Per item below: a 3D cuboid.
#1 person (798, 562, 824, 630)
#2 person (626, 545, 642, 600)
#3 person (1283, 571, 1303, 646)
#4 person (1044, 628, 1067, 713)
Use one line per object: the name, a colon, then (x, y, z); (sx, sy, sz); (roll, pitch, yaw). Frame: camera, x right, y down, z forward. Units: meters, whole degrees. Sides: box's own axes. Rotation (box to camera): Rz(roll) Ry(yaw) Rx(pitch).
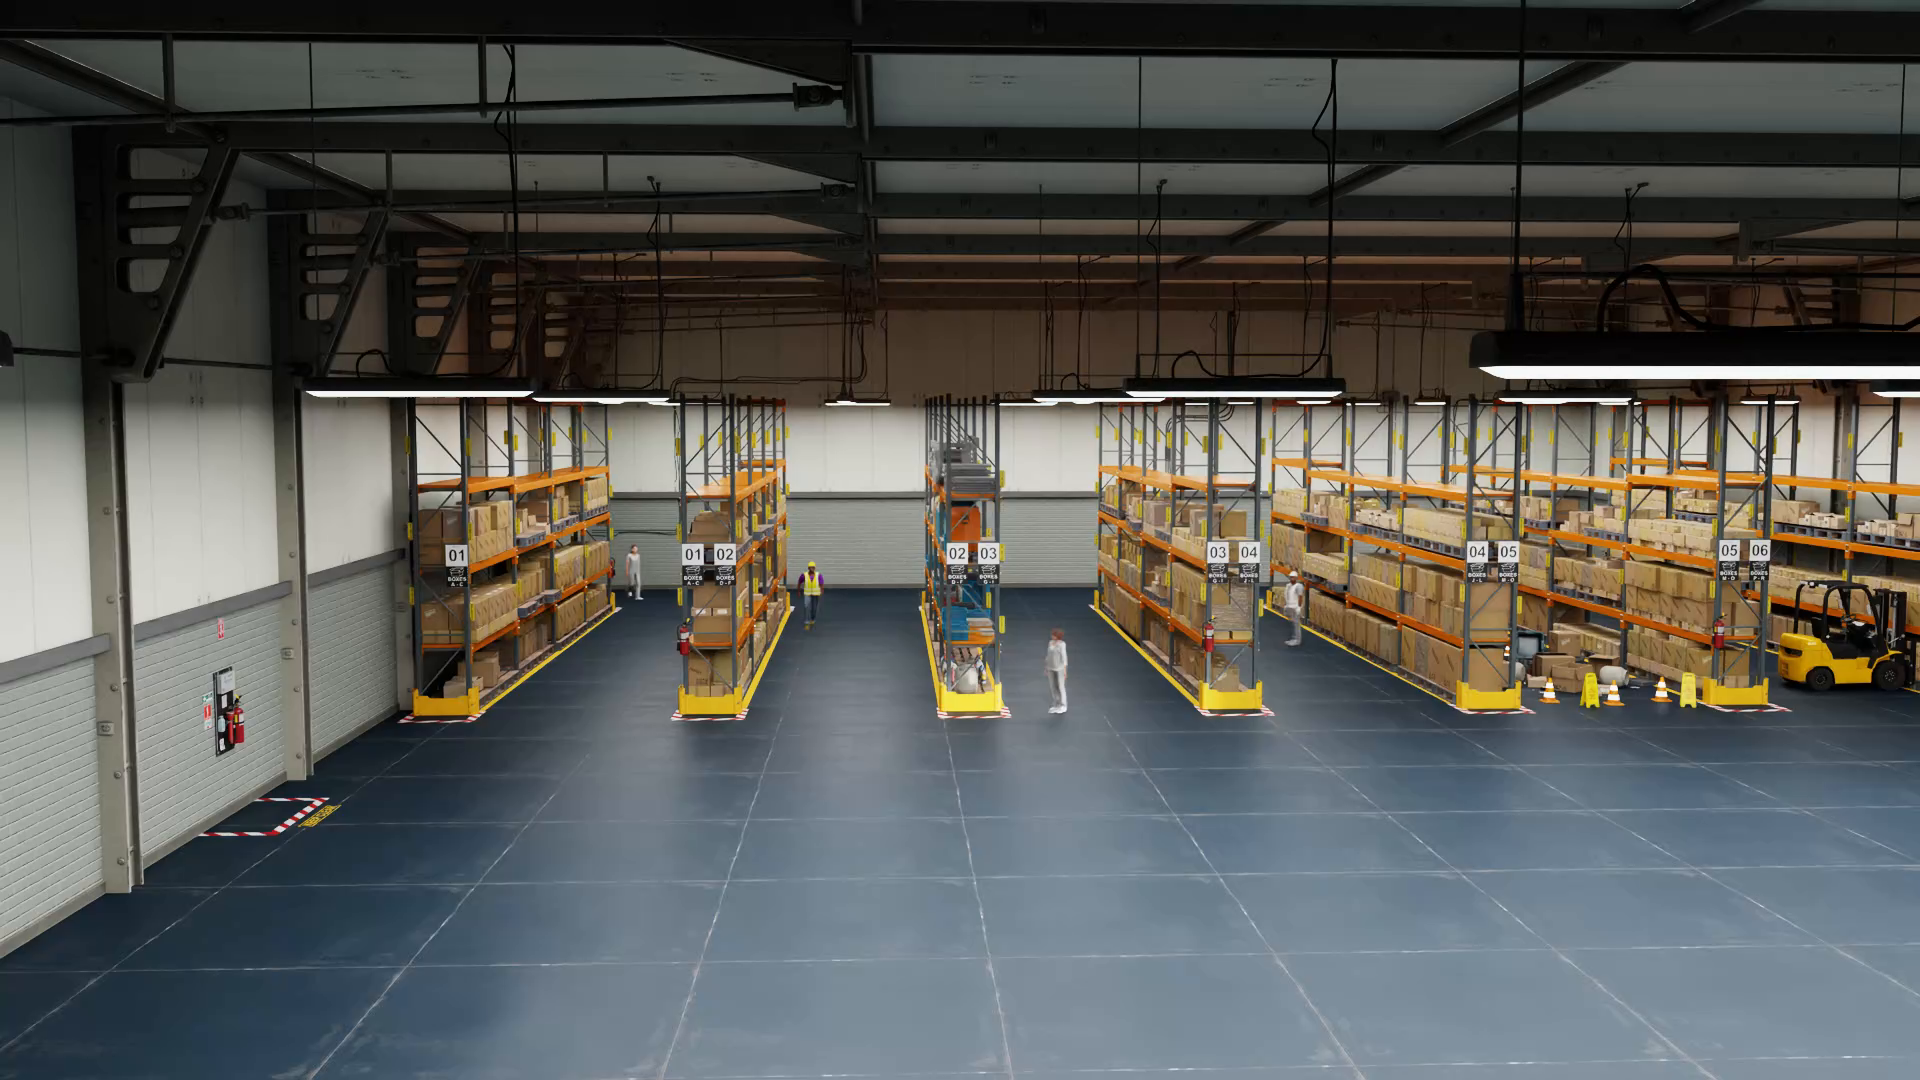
person: (-3.899, 1.440, 43.425); (0.701, 1.745, 1.003); (0, 5, -2)
person: (-9.795, 0.961, 49.779); (0.473, 1.650, 0.731); (-3, 6, -36)
person: (8.053, 1.649, 40.205); (0.372, 1.786, 0.598); (-1, 5, -14)
person: (1.832, 2.463, 31.297); (0.545, 1.631, 0.371); (4, 6, 44)
